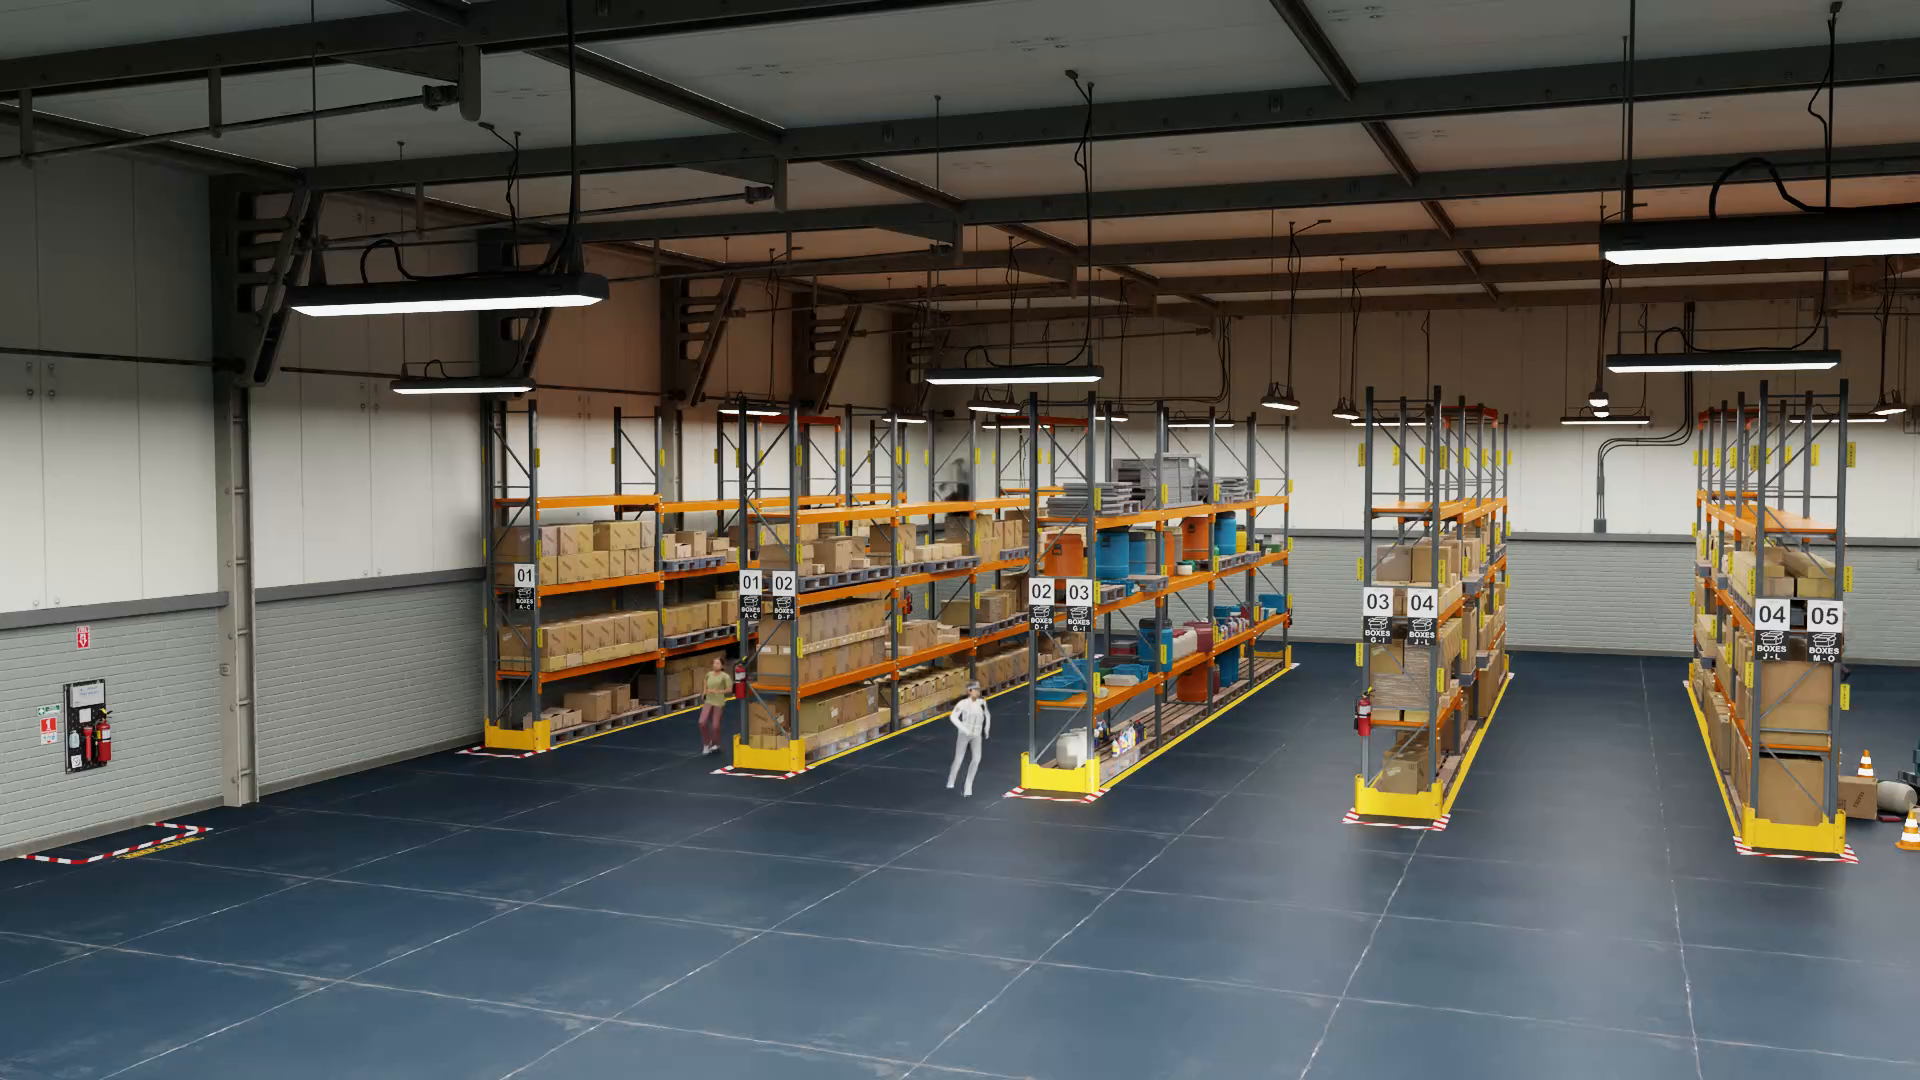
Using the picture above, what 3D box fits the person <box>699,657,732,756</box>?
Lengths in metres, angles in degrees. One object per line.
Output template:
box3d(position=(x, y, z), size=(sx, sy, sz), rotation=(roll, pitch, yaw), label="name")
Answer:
box3d(position=(-4.119, 2.796, 28.099), size=(0.559, 1.666, 0.674), rotation=(1, 3, 10), label="person")

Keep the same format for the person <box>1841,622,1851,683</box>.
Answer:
box3d(position=(19.338, 2.351, 36.677), size=(0.580, 1.690, 0.683), rotation=(1, 3, 24), label="person")

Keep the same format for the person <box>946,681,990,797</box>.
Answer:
box3d(position=(0.162, 2.952, 24.887), size=(0.682, 1.705, 0.673), rotation=(-1, 3, -14), label="person")
